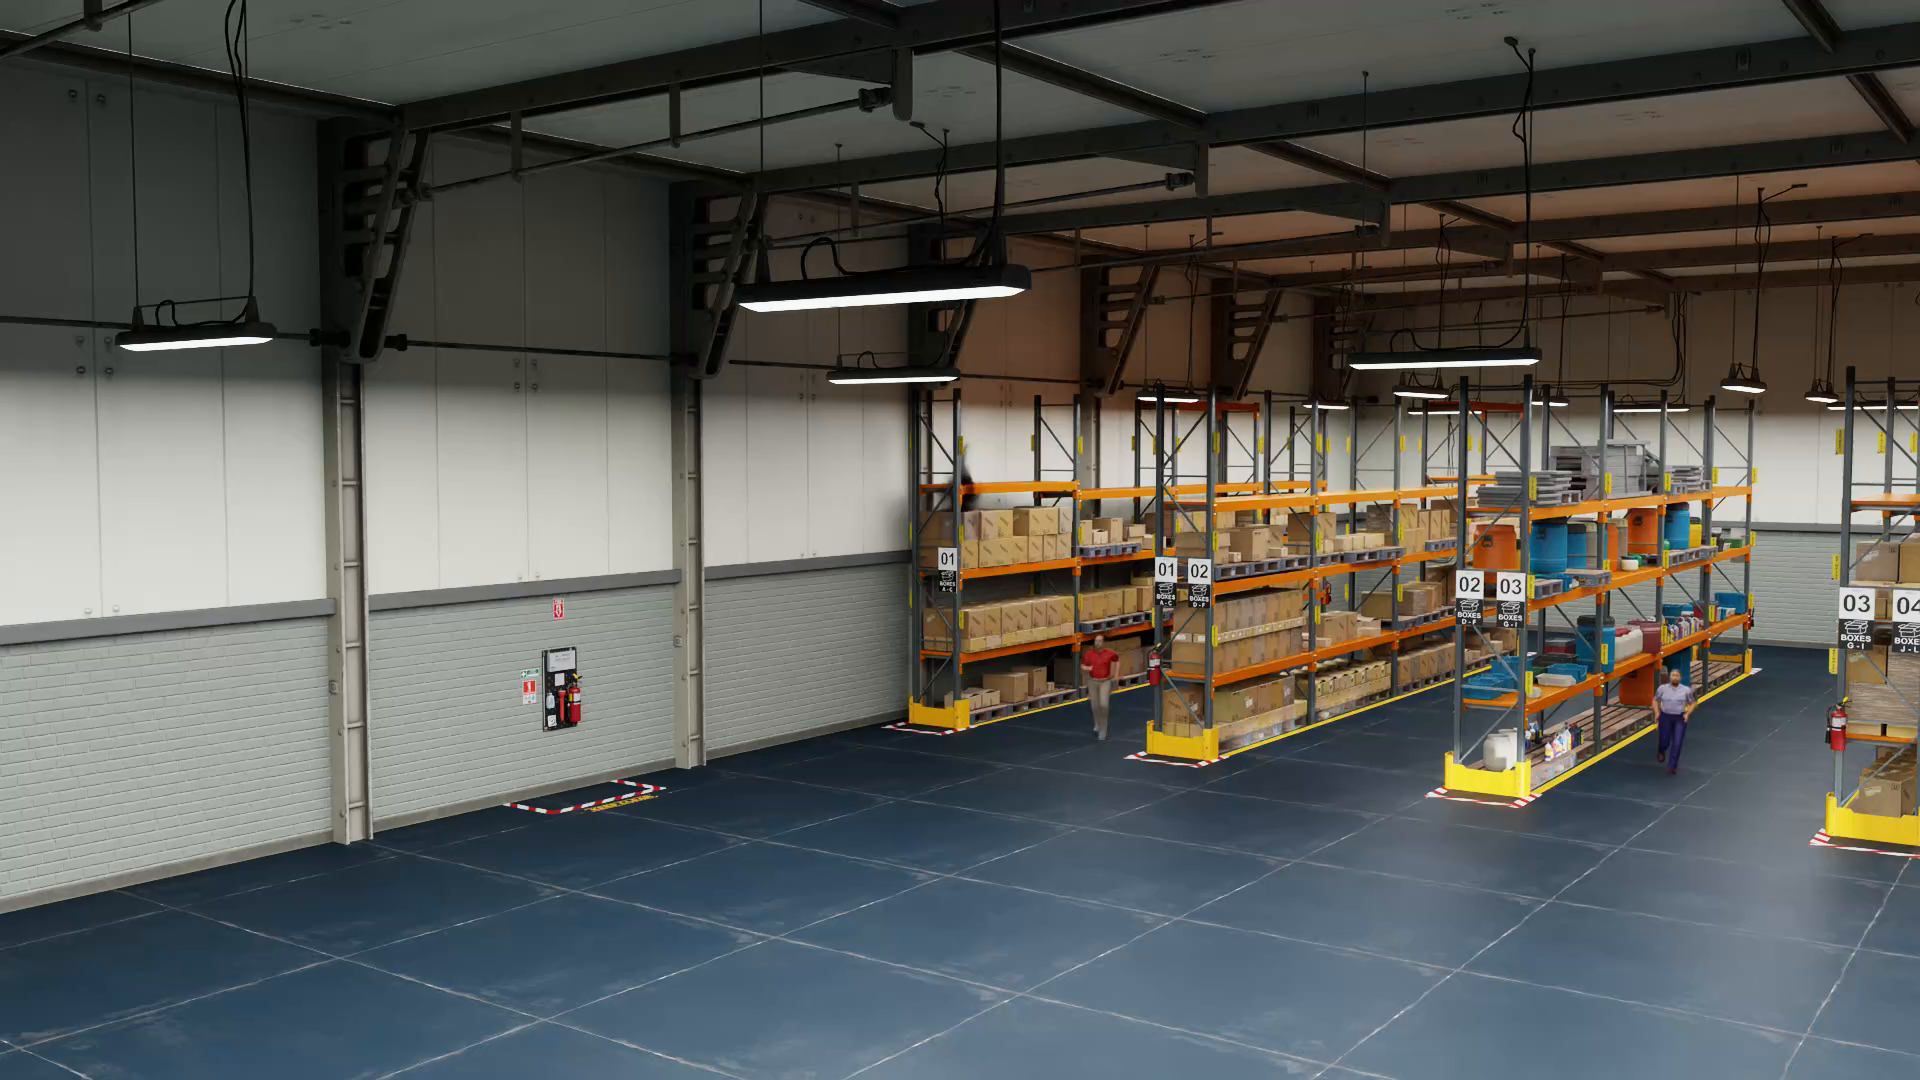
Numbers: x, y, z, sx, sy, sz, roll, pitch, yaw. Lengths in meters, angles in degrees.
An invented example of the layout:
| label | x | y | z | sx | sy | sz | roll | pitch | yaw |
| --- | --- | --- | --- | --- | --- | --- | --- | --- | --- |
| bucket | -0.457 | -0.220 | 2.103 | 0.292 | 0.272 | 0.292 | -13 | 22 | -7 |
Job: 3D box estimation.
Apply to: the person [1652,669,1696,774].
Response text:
| label | x | y | z | sx | sy | sz | roll | pitch | yaw |
| --- | --- | --- | --- | --- | --- | --- | --- | --- | --- |
| person | 10.905 | 2.761 | 25.399 | 0.610 | 1.599 | 0.576 | 1 | 3 | 20 |

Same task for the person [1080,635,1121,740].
| label | x | y | z | sx | sy | sz | roll | pitch | yaw |
| --- | --- | --- | --- | --- | --- | --- | --- | --- | --- |
| person | 2.399 | 2.520 | 28.556 | 0.650 | 1.796 | 0.869 | 1 | 3 | 15 |
